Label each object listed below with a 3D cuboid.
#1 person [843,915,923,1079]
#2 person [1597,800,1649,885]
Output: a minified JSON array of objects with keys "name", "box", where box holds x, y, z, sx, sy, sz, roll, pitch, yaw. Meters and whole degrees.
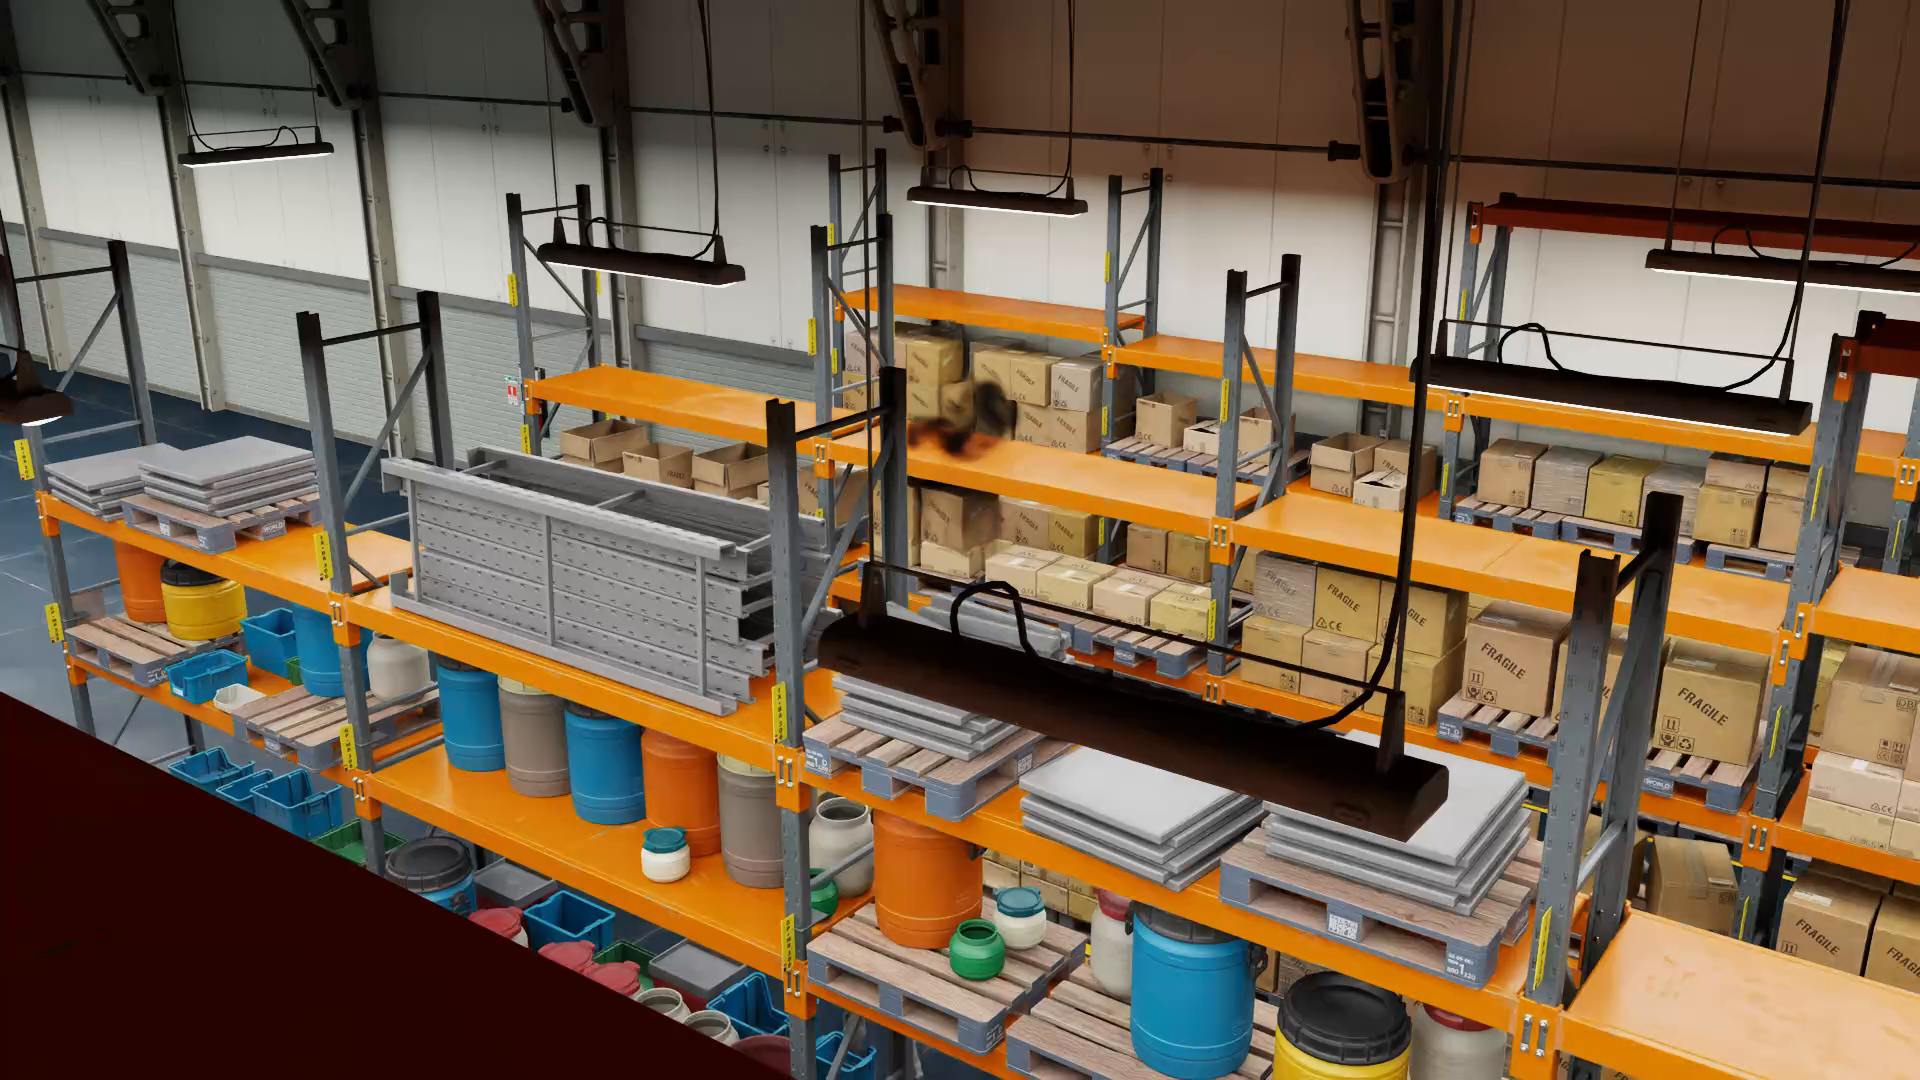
[{"name":"person","box":[-0.633,3.120,12.061,0.776,1.798,0.730,12,22,32]},{"name":"person","box":[5.908,2.559,14.818,0.880,1.746,0.621,11,21,29]}]
